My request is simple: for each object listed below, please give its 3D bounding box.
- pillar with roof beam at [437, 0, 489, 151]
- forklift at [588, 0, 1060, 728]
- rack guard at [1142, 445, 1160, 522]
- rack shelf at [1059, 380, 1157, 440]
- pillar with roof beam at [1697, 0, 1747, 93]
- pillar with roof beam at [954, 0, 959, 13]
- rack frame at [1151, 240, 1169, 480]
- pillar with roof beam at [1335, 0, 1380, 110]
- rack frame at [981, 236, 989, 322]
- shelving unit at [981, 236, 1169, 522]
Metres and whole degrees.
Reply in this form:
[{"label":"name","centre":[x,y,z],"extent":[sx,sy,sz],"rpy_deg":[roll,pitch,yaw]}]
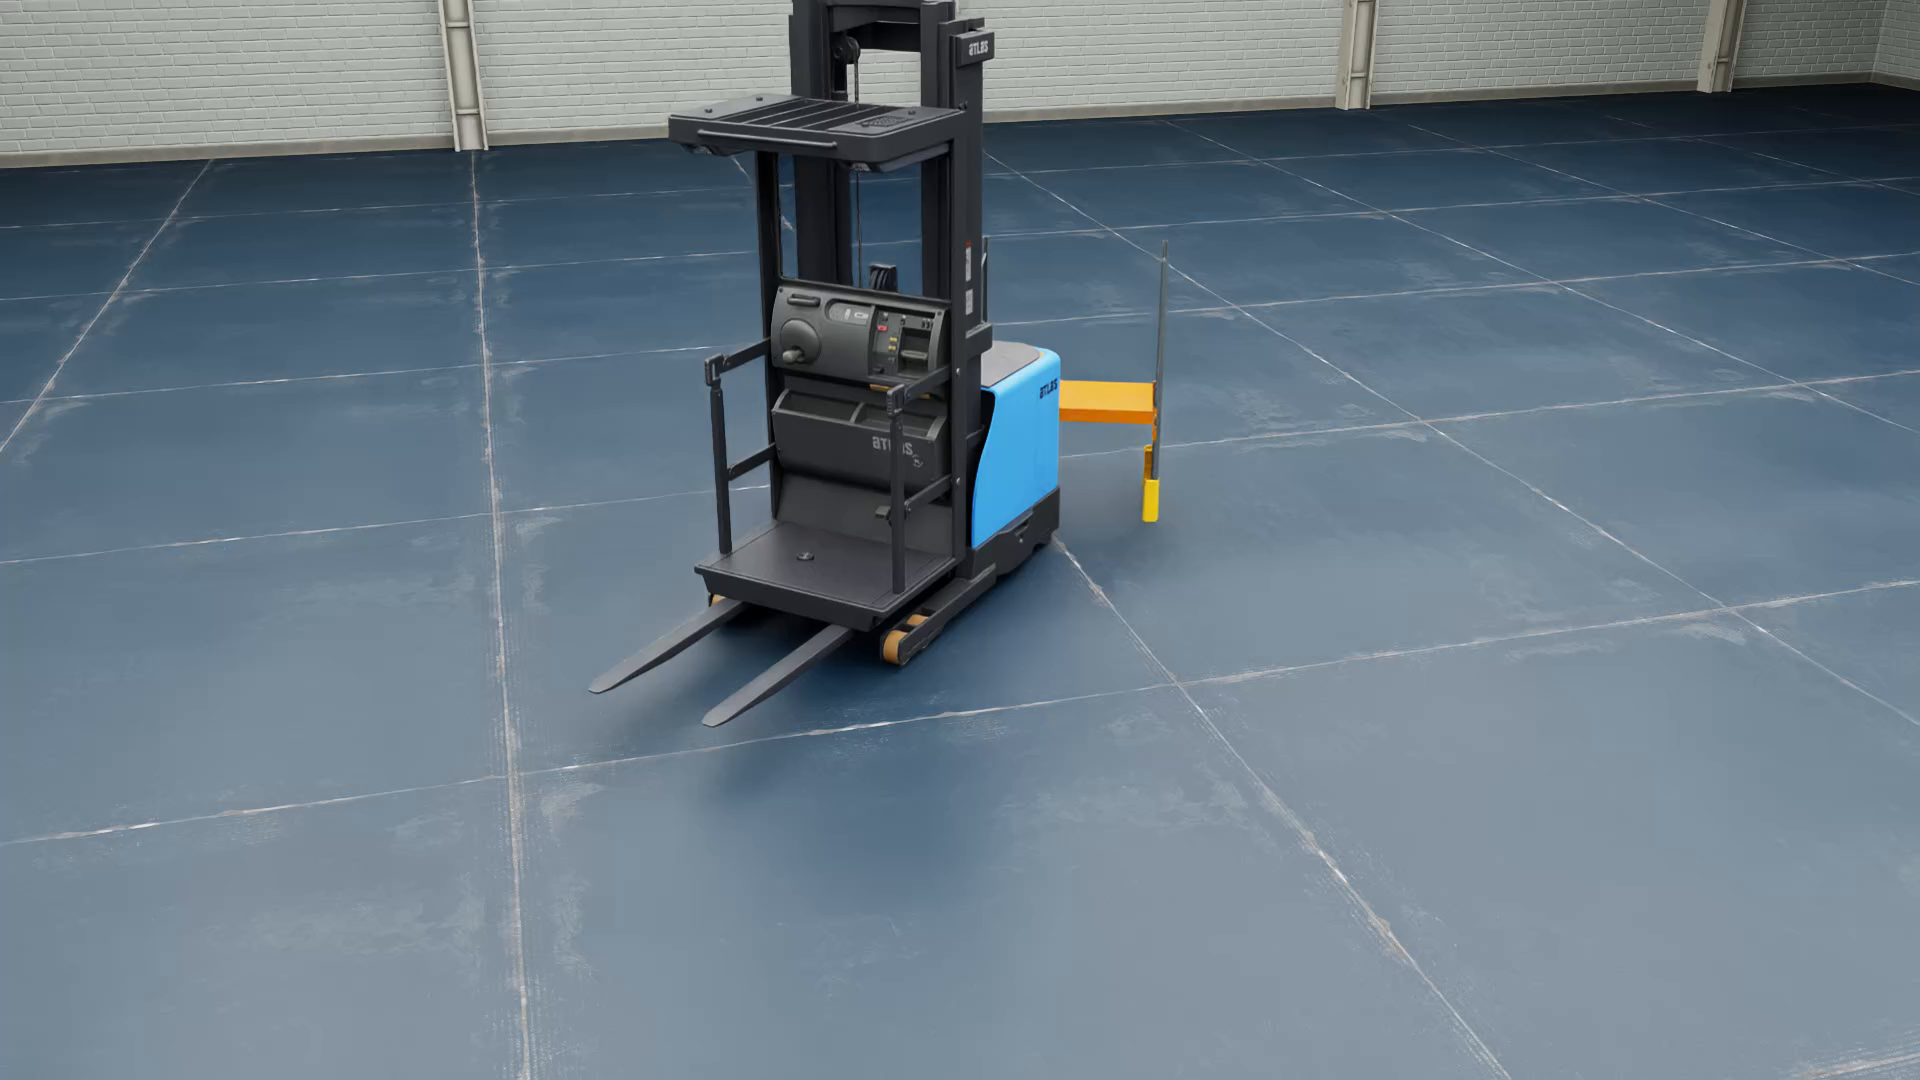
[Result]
[{"label":"pillar with roof beam","centre":[-4.856,-7.330,14.921],"extent":[0.400,9.000,9.100],"rpy_deg":[-6,24,-14]},{"label":"forklift","centre":[-0.594,-0.956,7.761],"extent":[1.130,2.935,3.031],"rpy_deg":[12,26,26]},{"label":"rack guard","centre":[1.116,-0.336,9.716],"extent":[0.087,0.250,0.587],"rpy_deg":[2,23,6]},{"label":"rack shelf","centre":[0.630,-0.765,9.588],"extent":[1.000,0.185,0.538],"rpy_deg":[2,23,6]},{"label":"pillar with roof beam","centre":[12.475,-9.247,19.389],"extent":[0.400,9.000,9.100],"rpy_deg":[-6,24,-14]},{"label":"pillar with roof beam","centre":[0.921,-7.969,16.410],"extent":[0.400,9.000,9.100],"rpy_deg":[-6,24,-14]},{"label":"rack frame","centre":[1.135,-0.909,9.467],"extent":[0.032,1.500,0.500],"rpy_deg":[2,23,6]},{"label":"pillar with roof beam","centre":[6.698,-8.608,17.900],"extent":[0.400,9.000,9.100],"rpy_deg":[-6,24,-14]},{"label":"rack frame","centre":[0.124,-0.952,9.567],"extent":[0.032,1.500,0.500],"rpy_deg":[2,23,6]},{"label":"shelving unit","centre":[0.621,-0.931,9.518],"extent":[1.083,1.500,0.587],"rpy_deg":[2,23,6]}]
